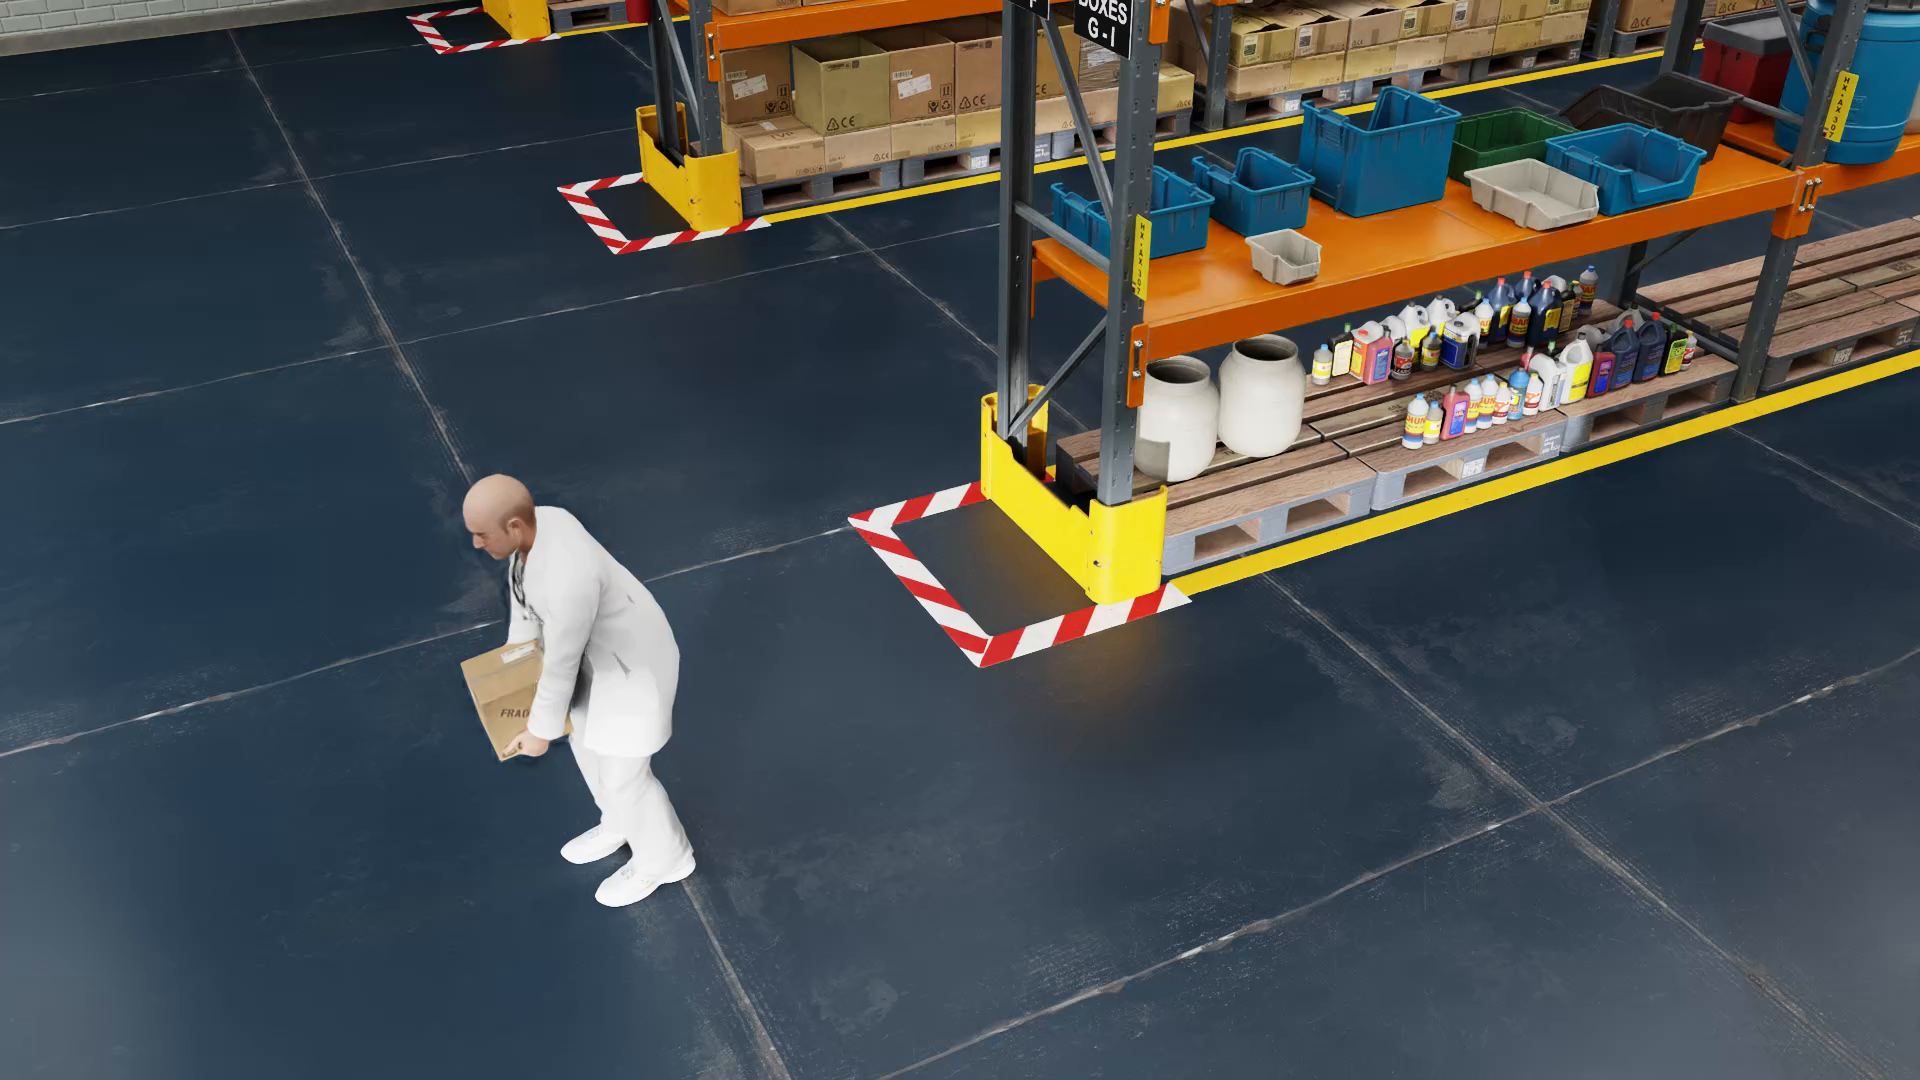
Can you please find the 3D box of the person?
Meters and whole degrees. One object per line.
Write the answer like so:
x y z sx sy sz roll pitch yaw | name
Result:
-1.245 0.473 5.502 0.633 1.689 0.540 -17 36 -24 | person
